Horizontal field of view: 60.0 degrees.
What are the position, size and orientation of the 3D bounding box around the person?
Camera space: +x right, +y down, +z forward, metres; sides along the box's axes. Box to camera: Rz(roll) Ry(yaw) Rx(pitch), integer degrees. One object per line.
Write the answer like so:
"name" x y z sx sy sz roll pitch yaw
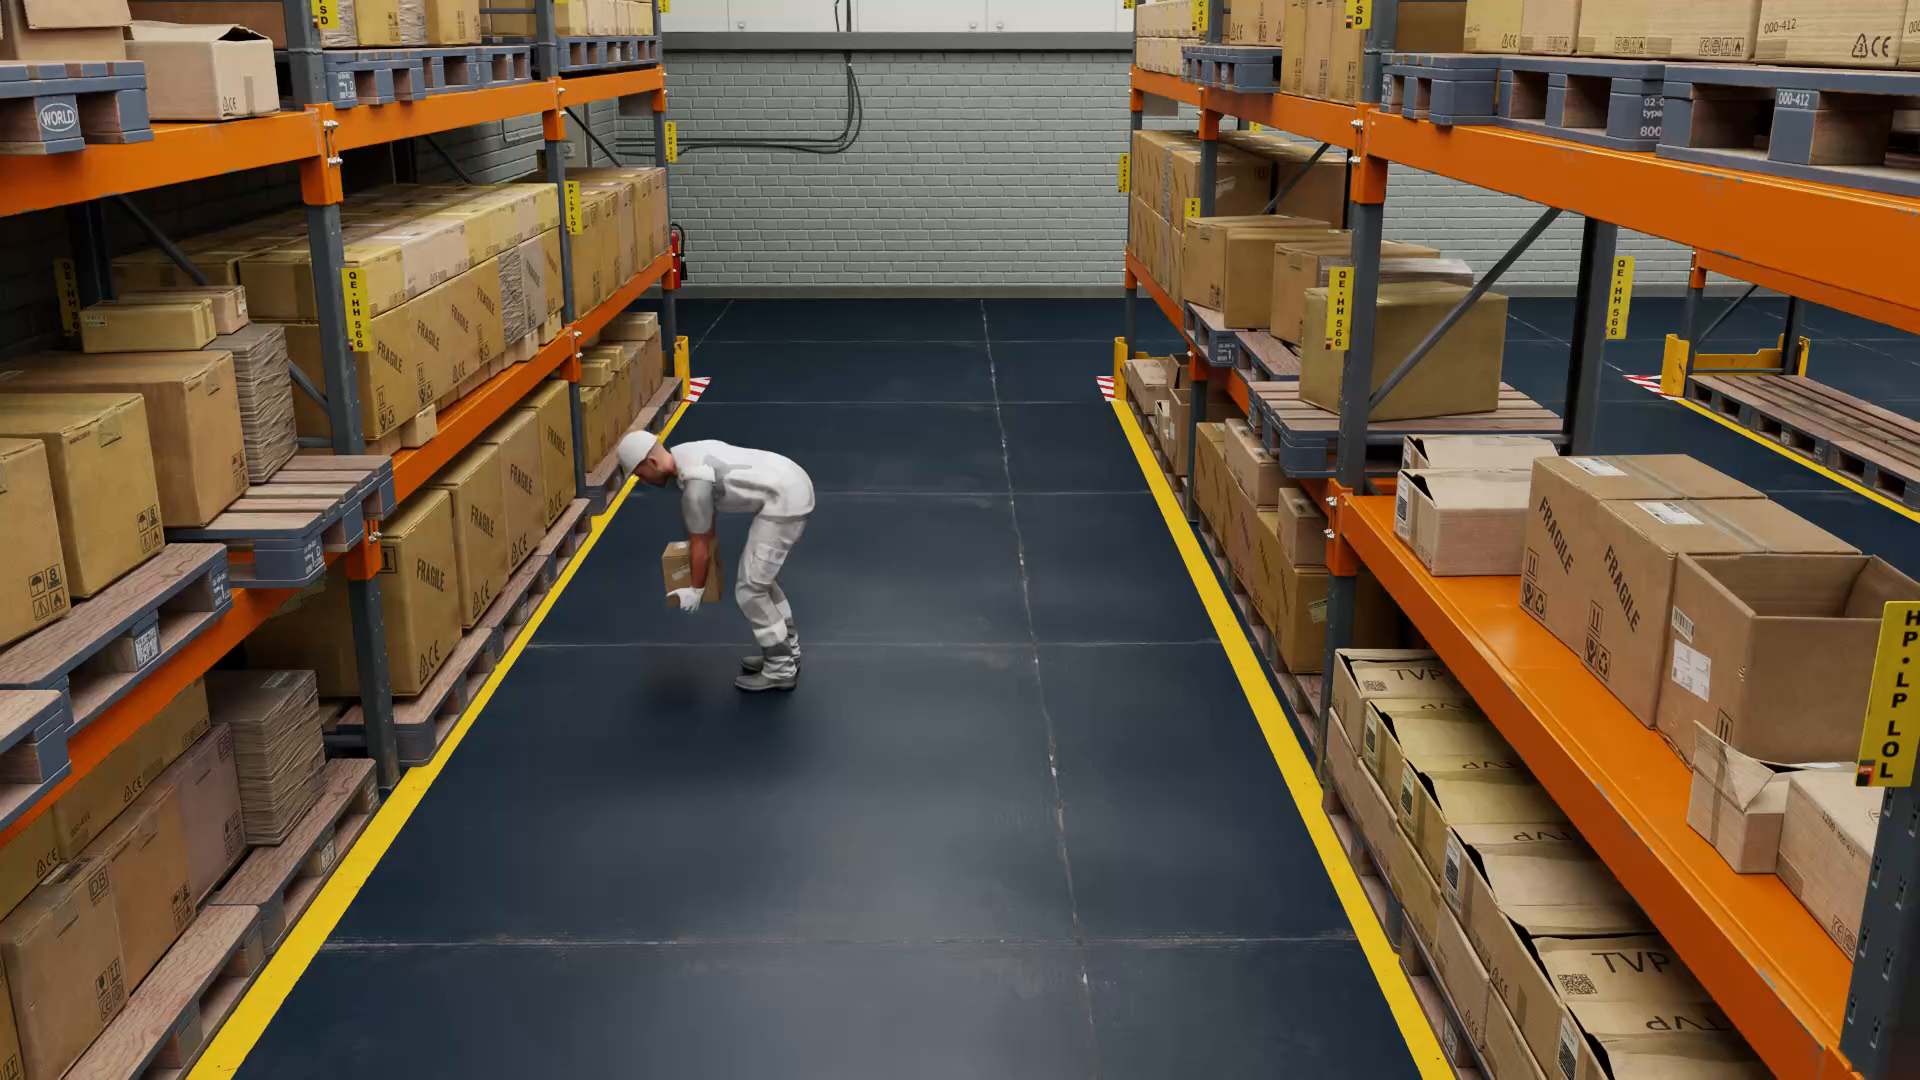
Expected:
"person" -1.167 0.084 8.106 0.935 1.273 0.491 -1 17 -2
